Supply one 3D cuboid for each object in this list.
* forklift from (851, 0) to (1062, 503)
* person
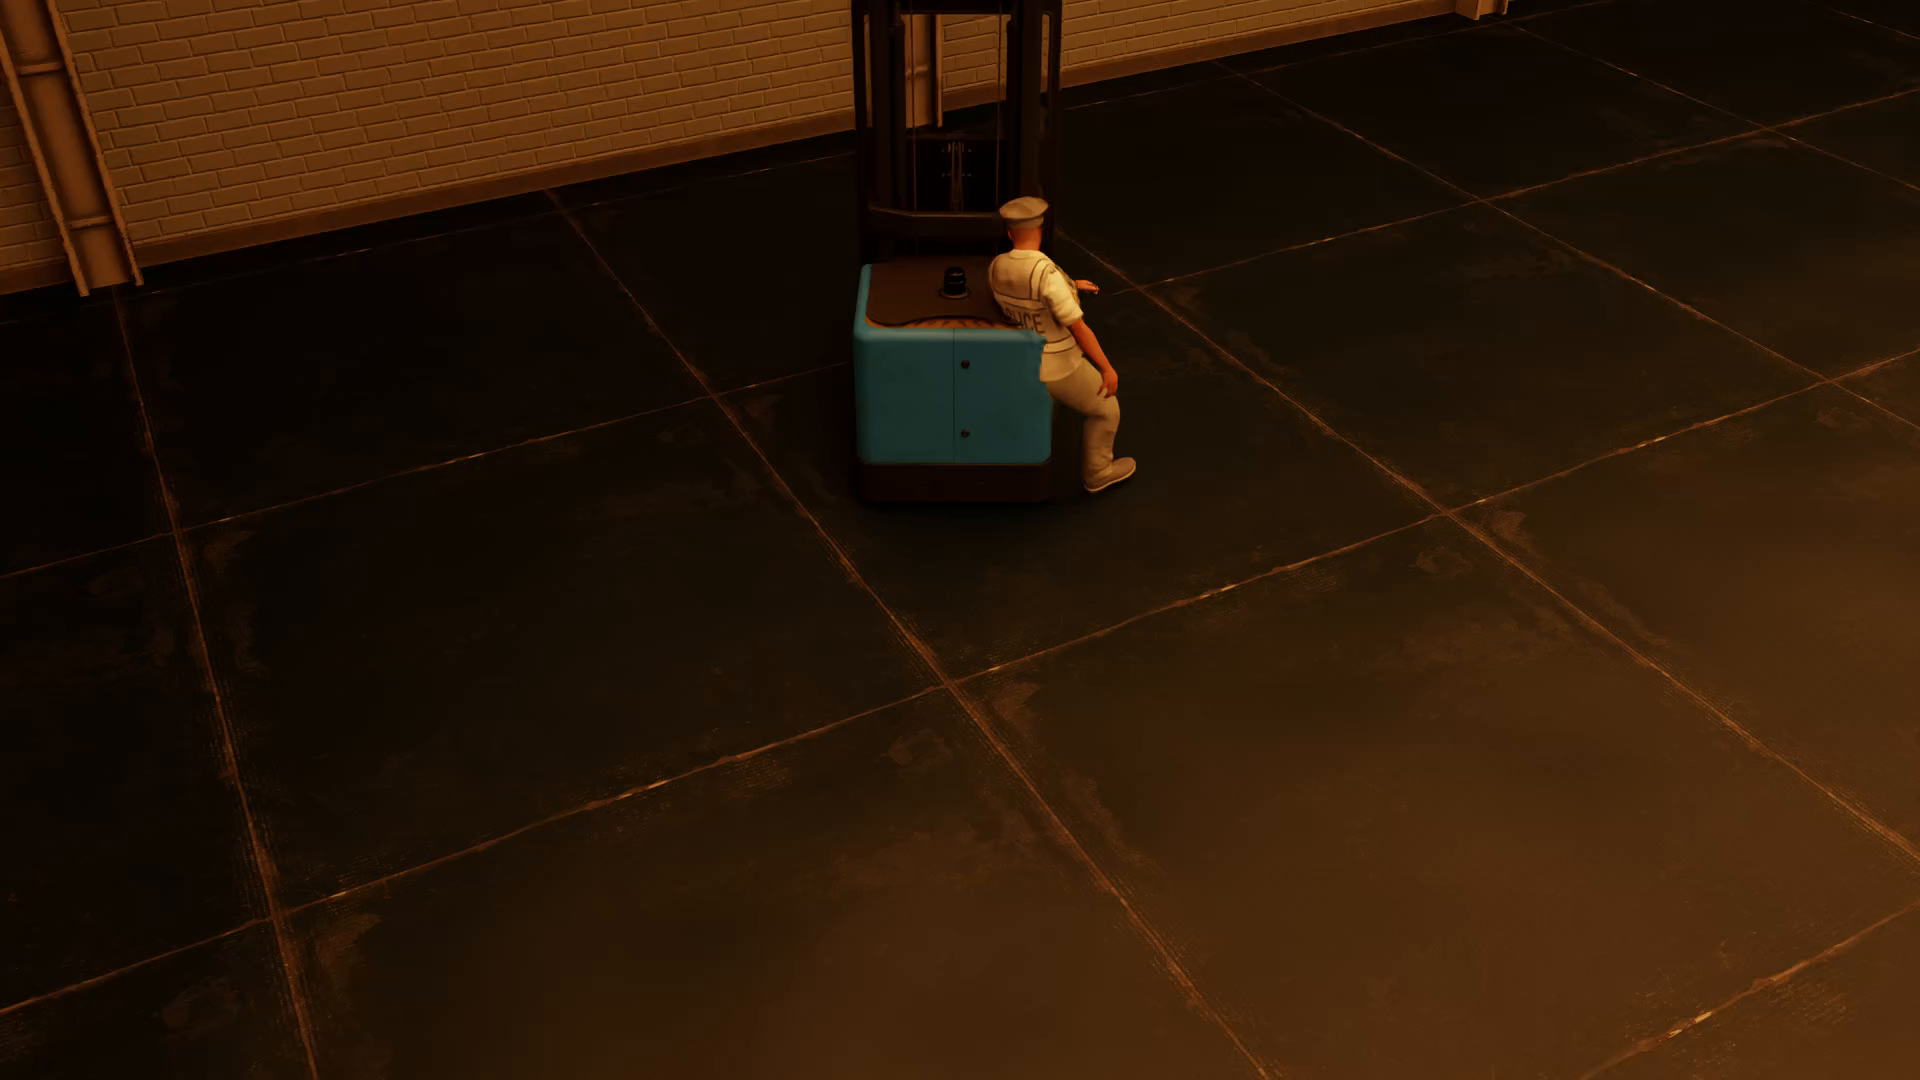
[{"bbox_3d":[-0.015,-2.210,9.249,1.130,2.935,3.031,0,35,0],"label":"forklift"},{"bbox_3d":[0.517,-0.971,8.612,0.806,1.651,0.888,24,42,30],"label":"person"}]
